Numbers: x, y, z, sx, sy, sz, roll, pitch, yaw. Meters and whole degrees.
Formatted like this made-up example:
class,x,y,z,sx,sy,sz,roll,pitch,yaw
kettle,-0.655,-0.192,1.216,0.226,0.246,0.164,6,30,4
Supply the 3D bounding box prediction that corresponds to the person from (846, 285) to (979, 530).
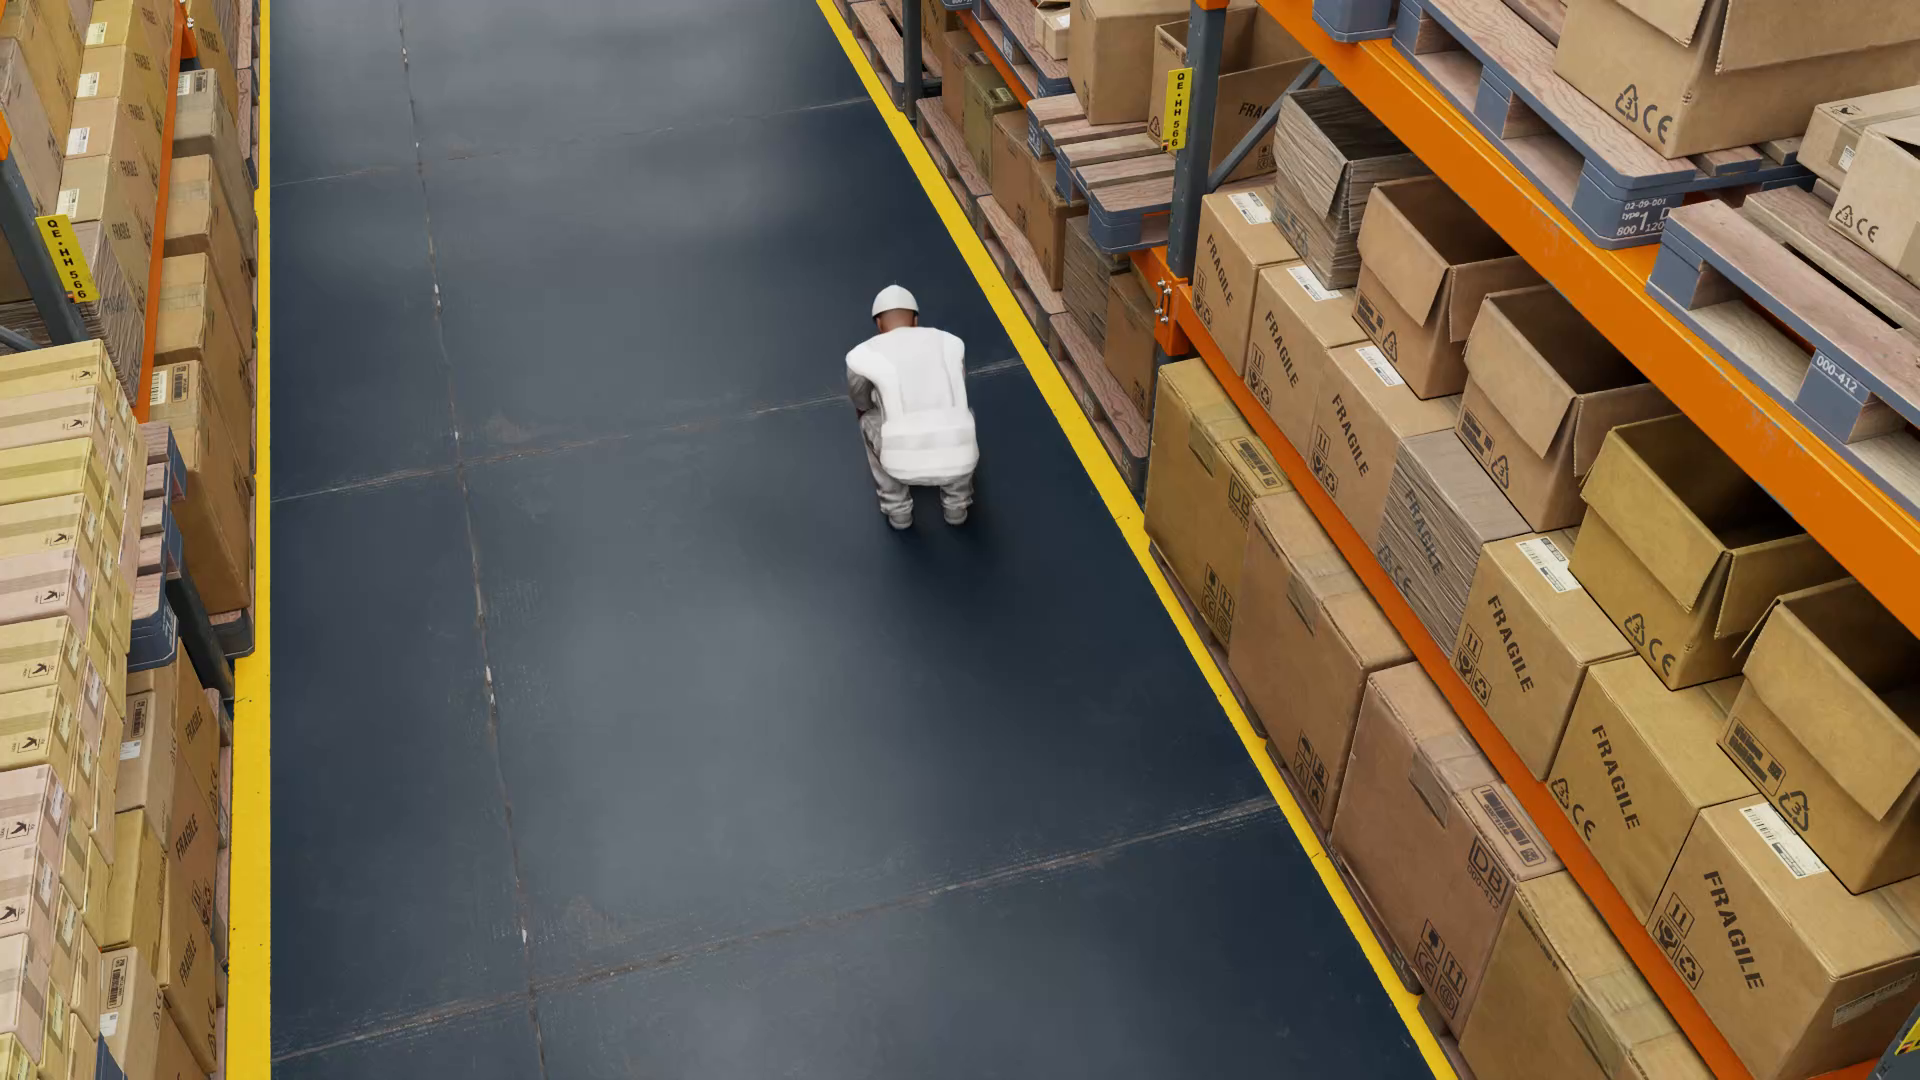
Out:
class,x,y,z,sx,sy,sz,roll,pitch,yaw
person,-0.206,-0.562,7.448,0.578,0.888,0.905,-5,42,-6
